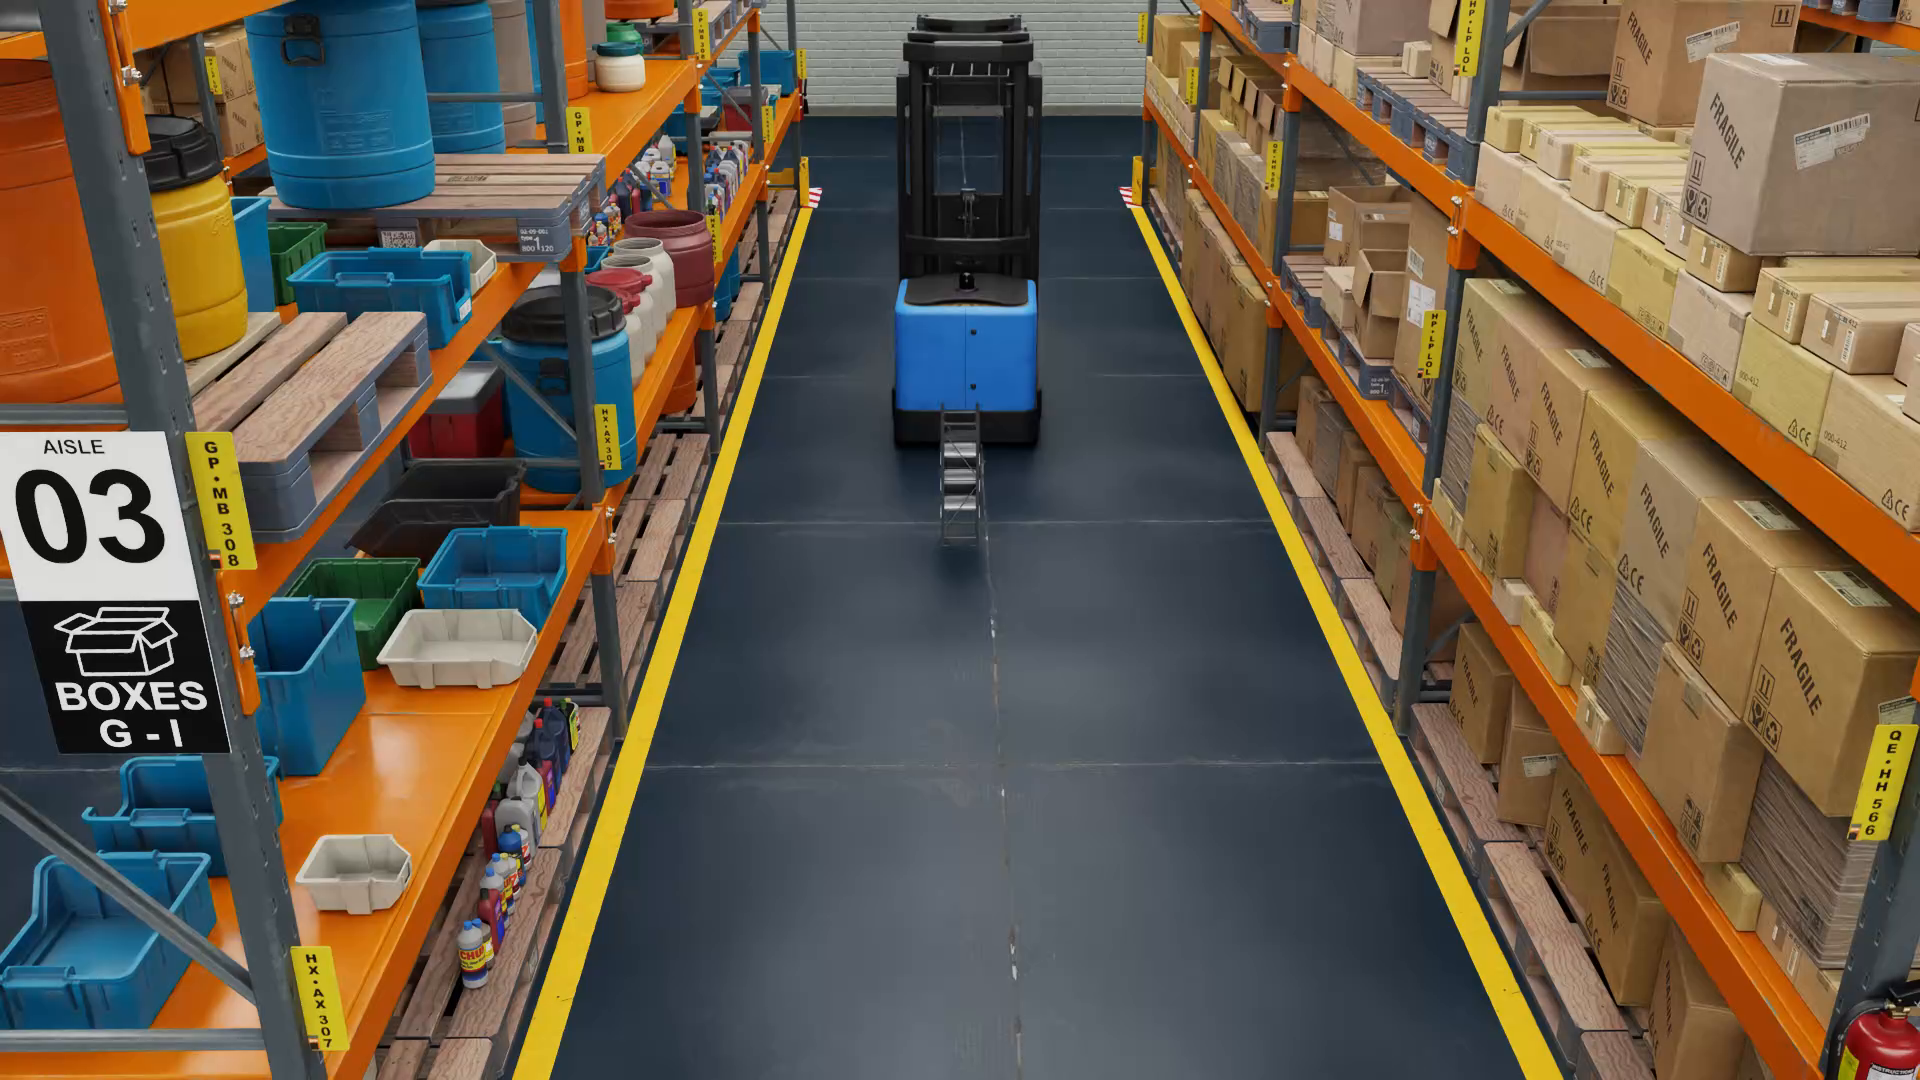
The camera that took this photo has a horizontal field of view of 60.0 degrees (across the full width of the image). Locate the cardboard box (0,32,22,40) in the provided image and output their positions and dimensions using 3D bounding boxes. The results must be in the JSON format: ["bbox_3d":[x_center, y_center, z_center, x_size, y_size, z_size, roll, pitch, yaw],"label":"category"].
[{"bbox_3d":[-7.252,-3.790,11.728,0.910,0.500,0.500,0,24,-1],"label":"cardboard box"}]

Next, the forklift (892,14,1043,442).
[{"bbox_3d":[0.076,-2.610,12.964,1.130,2.935,3.031,1,24,1],"label":"forklift"}]

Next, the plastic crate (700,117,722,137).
[{"bbox_3d":[-2.579,-4.019,16.256,0.437,0.125,0.590,0,24,-1],"label":"plastic crate"}]

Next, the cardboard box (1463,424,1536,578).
[{"bbox_3d":[2.655,-0.172,7.007,0.875,0.500,0.500,0,24,-1],"label":"cardboard box"}]

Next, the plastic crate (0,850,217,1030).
[{"bbox_3d":[-2.472,1.151,4.746,0.499,0.251,0.616,0,24,-1],"label":"plastic crate"}]

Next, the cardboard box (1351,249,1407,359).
[{"bbox_3d":[2.630,-1.335,9.426,0.797,0.503,0.637,2,24,5],"label":"cardboard box"}]

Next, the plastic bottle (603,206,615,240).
[{"bbox_3d":[-2.676,-2.418,12.612,0.097,0.271,0.097,0,24,0],"label":"plastic bottle"}]

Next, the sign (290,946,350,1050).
[{"bbox_3d":[-1.618,1.161,4.206,0.100,0.325,0.005,0,24,-1],"label":"sign"}]

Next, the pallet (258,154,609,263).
[{"bbox_3d":[-2.106,-1.344,6.671,1.213,0.211,1.003,0,24,-1],"label":"pallet"}]

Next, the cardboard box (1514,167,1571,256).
[{"bbox_3d":[2.501,-1.276,6.474,0.500,0.250,0.500,0,24,-1],"label":"cardboard box"}]

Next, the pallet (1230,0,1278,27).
[{"bbox_3d":[2.622,-4.037,12.626,1.003,0.211,1.213,1,24,2],"label":"pallet"}]

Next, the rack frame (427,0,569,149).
[{"bbox_3d":[-2.211,-3.094,6.670,1.000,3.000,0.127,0,24,-1],"label":"rack frame"}]

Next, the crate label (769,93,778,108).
[{"bbox_3d":[-2.136,-4.643,17.622,0.396,0.136,0.243,0,24,-1],"label":"crate label"}]

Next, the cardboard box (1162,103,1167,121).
[{"bbox_3d":[2.302,-4.431,17.212,0.380,0.149,0.250,-1,24,-2],"label":"cardboard box"}]

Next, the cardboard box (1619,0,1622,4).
[{"bbox_3d":[7.323,-5.550,17.686,0.500,0.500,0.500,0,24,1],"label":"cardboard box"}]

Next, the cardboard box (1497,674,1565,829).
[{"bbox_3d":[2.720,0.966,7.497,0.500,0.500,0.500,8,25,16],"label":"cardboard box"}]

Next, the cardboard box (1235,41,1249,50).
[{"bbox_3d":[2.907,-4.489,15.947,0.500,0.500,0.500,0,24,-1],"label":"cardboard box"}]

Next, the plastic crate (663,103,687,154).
[{"bbox_3d":[-2.645,-3.868,15.608,0.392,0.384,0.575,0,24,-1],"label":"plastic crate"}]

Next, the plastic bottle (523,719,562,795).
[{"bbox_3d":[-1.914,0.990,7.603,0.144,0.351,0.185,-1,24,-3],"label":"plastic bottle"}]

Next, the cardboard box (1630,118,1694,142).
[{"bbox_3d":[2.945,-1.619,6.748,0.380,0.149,0.250,0,24,0],"label":"cardboard box"}]

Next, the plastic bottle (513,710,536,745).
[{"bbox_3d":[-2.060,0.911,7.776,0.144,0.351,0.185,0,24,-1],"label":"plastic bottle"}]

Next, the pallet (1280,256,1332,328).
[{"bbox_3d":[2.812,-1.650,10.991,1.213,0.211,1.003,0,24,-1],"label":"pallet"}]

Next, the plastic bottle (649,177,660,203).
[{"bbox_3d":[-2.537,-2.905,13.774,0.097,0.201,0.097,0,24,0],"label":"plastic bottle"}]

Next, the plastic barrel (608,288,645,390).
[{"bbox_3d":[-2.010,-1.120,9.420,0.433,0.535,0.433,0,24,0],"label":"plastic barrel"}]

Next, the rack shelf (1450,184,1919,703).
[{"bbox_3d":[2.763,-0.597,5.663,1.077,0.370,4.000,0,24,-1],"label":"rack shelf"}]

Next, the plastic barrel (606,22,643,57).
[{"bbox_3d":[-2.201,-3.203,10.740,0.294,0.245,0.294,0,24,0],"label":"plastic barrel"}]

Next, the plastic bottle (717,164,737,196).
[{"bbox_3d":[-1.960,-3.025,13.950,0.152,0.276,0.135,0,24,-1],"label":"plastic bottle"}]

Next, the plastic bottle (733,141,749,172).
[{"bbox_3d":[-1.971,-3.439,14.865,0.152,0.276,0.135,0,24,-1],"label":"plastic bottle"}]

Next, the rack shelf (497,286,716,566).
[{"bbox_3d":[-2.233,-0.856,9.877,1.077,0.370,4.000,0,24,-1],"label":"rack shelf"}]

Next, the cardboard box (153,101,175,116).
[{"bbox_3d":[-7.514,-3.886,15.581,0.500,0.500,0.500,0,24,0],"label":"cardboard box"}]

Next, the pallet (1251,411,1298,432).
[{"bbox_3d":[2.764,-1.085,12.893,1.003,0.211,1.213,0,24,-1],"label":"pallet"}]

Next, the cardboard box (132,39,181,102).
[{"bbox_3d":[-7.516,-4.344,15.381,0.500,0.500,0.500,0,24,0],"label":"cardboard box"}]

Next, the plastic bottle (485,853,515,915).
[{"bbox_3d":[-1.881,1.400,6.792,0.097,0.271,0.097,0,24,0],"label":"plastic bottle"}]

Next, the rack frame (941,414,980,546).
[{"bbox_3d":[0.001,-0.371,10.479,0.240,0.900,0.006,0,24,-1],"label":"rack frame"}]

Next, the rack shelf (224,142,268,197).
[{"bbox_3d":[-7.274,-4.132,17.120,1.077,0.370,4.000,0,24,-1],"label":"rack shelf"}]

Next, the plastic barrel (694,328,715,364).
[{"bbox_3d":[-2.290,-1.768,13.435,0.600,0.588,0.708,0,24,-1],"label":"plastic barrel"}]

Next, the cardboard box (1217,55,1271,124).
[{"bbox_3d":[2.669,-3.918,14.435,0.797,0.503,0.637,-1,24,-2],"label":"cardboard box"}]

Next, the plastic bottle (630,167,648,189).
[{"bbox_3d":[-2.662,-2.931,13.740,0.152,0.276,0.135,0,24,-1],"label":"plastic bottle"}]

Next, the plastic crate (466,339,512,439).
[{"bbox_3d":[-2.534,-0.806,8.911,0.392,0.384,0.575,0,24,-1],"label":"plastic crate"}]

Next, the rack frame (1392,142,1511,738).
[{"bbox_3d":[2.741,-0.382,7.955,1.000,3.000,0.127,0,24,-1],"label":"rack frame"}]

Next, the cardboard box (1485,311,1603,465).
[{"bbox_3d":[2.499,-0.626,6.799,0.500,0.500,0.500,0,24,-1],"label":"cardboard box"}]

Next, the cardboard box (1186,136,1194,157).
[{"bbox_3d":[2.323,-3.689,15.570,0.380,0.149,0.250,0,24,0],"label":"cardboard box"}]

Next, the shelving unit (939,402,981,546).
[{"bbox_3d":[0.000,-0.413,10.572,0.258,0.900,0.210,0,24,-1],"label":"shelving unit"}]

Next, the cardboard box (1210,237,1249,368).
[{"bbox_3d":[2.709,-1.906,13.392,1.225,0.875,0.875,0,24,0],"label":"cardboard box"}]

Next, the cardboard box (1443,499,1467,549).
[{"bbox_3d":[2.433,-0.075,7.580,0.380,0.149,0.250,0,24,-1],"label":"cardboard box"}]

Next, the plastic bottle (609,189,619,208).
[{"bbox_3d":[-2.698,-2.591,12.980,0.061,0.283,0.133,0,24,-1],"label":"plastic bottle"}]

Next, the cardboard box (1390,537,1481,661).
[{"bbox_3d":[2.756,0.303,8.940,0.700,0.500,0.500,-2,24,-5],"label":"cardboard box"}]

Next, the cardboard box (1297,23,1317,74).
[{"bbox_3d":[2.448,-3.134,10.582,0.500,0.250,0.500,0,24,0],"label":"cardboard box"}]

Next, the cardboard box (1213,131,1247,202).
[{"bbox_3d":[2.421,-3.120,13.888,0.500,0.500,0.500,-1,24,-2],"label":"cardboard box"}]

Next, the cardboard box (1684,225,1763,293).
[{"bbox_3d":[2.463,-0.863,5.077,0.380,0.149,0.250,-1,24,-3],"label":"cardboard box"}]

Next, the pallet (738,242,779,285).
[{"bbox_3d":[-2.345,-2.689,16.439,1.003,0.211,1.213,0,24,-1],"label":"pallet"}]

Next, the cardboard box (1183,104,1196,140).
[{"bbox_3d":[2.387,-3.927,15.613,0.500,0.250,0.500,-1,24,-2],"label":"cardboard box"}]

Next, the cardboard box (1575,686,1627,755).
[{"bbox_3d":[2.454,0.646,5.986,0.380,0.149,0.250,0,24,-1],"label":"cardboard box"}]

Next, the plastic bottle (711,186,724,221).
[{"bbox_3d":[-1.923,-2.653,13.133,0.097,0.271,0.097,0,24,0],"label":"plastic bottle"}]

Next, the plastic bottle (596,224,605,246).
[{"bbox_3d":[-2.671,-2.225,12.271,0.097,0.201,0.097,0,24,0],"label":"plastic bottle"}]

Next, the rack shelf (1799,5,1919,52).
[{"bbox_3d":[7.637,-3.874,12.909,1.077,0.370,4.000,0,24,-1],"label":"rack shelf"}]

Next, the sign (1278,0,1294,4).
[{"bbox_3d":[2.143,-3.670,10.861,0.100,0.325,0.005,0,24,-1],"label":"sign"}]

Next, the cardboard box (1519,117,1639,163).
[{"bbox_3d":[2.508,-1.618,6.745,0.380,0.149,0.250,-1,24,-3],"label":"cardboard box"}]
